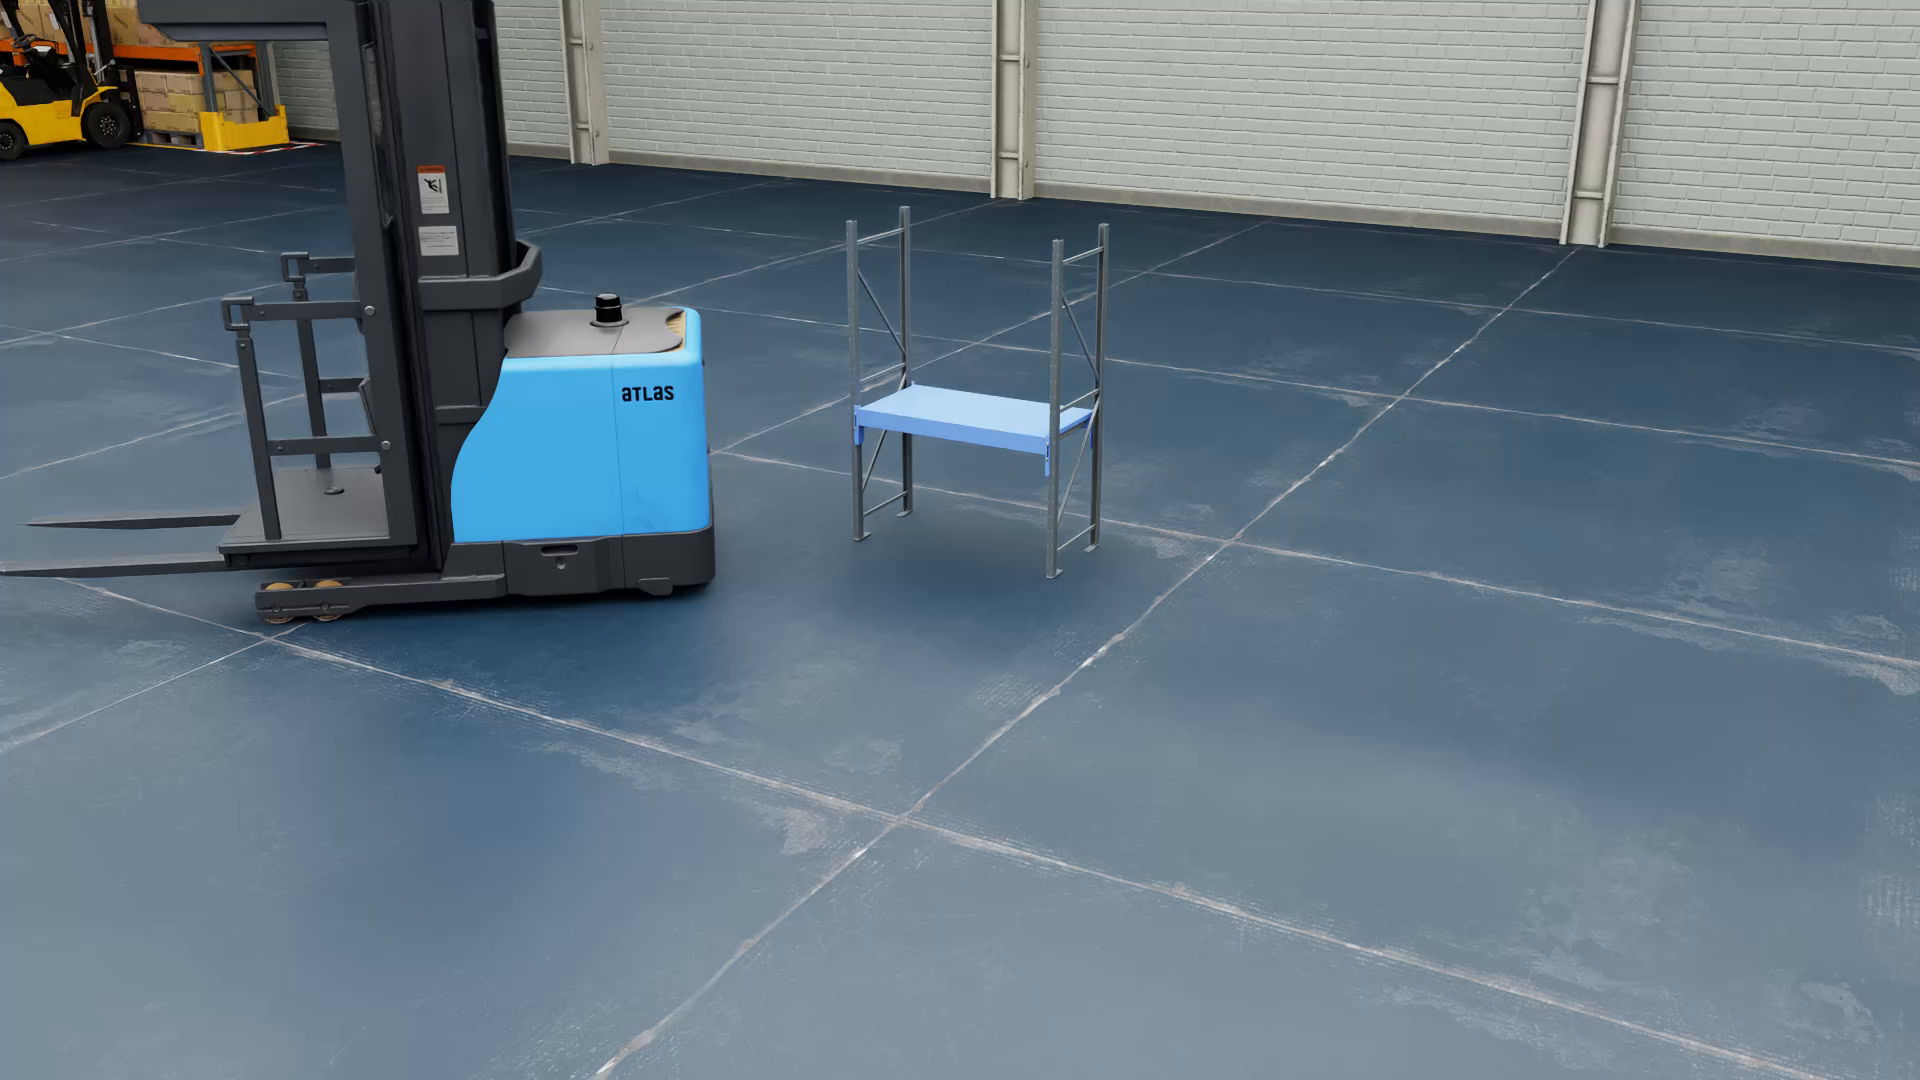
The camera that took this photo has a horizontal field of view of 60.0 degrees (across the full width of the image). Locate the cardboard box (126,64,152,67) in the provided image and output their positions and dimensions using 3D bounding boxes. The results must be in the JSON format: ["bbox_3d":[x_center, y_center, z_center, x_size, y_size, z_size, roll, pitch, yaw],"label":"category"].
[{"bbox_3d":[-11.813,-6.633,23.703,0.500,0.250,0.500,11,23,28],"label":"cardboard box"}]

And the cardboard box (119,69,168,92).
[{"bbox_3d":[-11.178,-6.308,22.806,0.500,0.250,0.500,11,23,28],"label":"cardboard box"}]

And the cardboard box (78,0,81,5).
[{"bbox_3d":[-11.968,-7.450,22.906,0.250,0.149,0.380,10,22,26],"label":"cardboard box"}]

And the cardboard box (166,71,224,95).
[{"bbox_3d":[-10.284,-6.144,22.354,0.500,0.250,0.500,12,23,29],"label":"cardboard box"}]

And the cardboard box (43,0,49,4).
[{"bbox_3d":[-12.604,-7.594,23.302,0.250,0.149,0.380,11,23,27],"label":"cardboard box"}]

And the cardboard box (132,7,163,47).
[{"bbox_3d":[-10.736,-6.925,22.410,0.500,0.500,0.500,12,23,29],"label":"cardboard box"}]

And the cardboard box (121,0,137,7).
[{"bbox_3d":[-11.070,-7.282,22.442,0.250,0.149,0.380,10,22,26],"label":"cardboard box"}]

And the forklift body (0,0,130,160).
[{"bbox_3d":[-12.275,-6.159,21.689,1.214,2.155,2.313,11,23,27],"label":"forklift body"}]

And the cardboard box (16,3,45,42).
[{"bbox_3d":[-12.962,-7.346,23.571,0.500,0.500,0.500,10,22,26],"label":"cardboard box"}]

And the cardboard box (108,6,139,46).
[{"bbox_3d":[-11.183,-7.010,22.645,0.500,0.500,0.500,10,22,26],"label":"cardboard box"}]

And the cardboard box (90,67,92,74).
[{"bbox_3d":[-12.071,-6.484,23.292,0.500,0.250,0.500,12,23,29],"label":"cardboard box"}]

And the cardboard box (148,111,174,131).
[{"bbox_3d":[-10.723,-5.760,22.761,0.500,0.250,0.500,11,23,27],"label":"cardboard box"}]

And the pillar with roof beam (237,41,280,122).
[{"bbox_3d":[-11.997,-8.708,18.675,0.400,9.000,9.100,11,23,27],"label":"pillar with roof beam"}]

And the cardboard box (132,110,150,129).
[{"bbox_3d":[-11.156,-5.846,22.998,0.500,0.250,0.500,11,23,28],"label":"cardboard box"}]

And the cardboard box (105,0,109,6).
[{"bbox_3d":[-11.475,-7.386,22.730,0.250,0.149,0.380,11,22,27],"label":"cardboard box"}]

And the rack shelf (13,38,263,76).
[{"bbox_3d":[-11.476,-6.780,23.212,4.000,0.370,1.077,11,23,27],"label":"rack shelf"}]

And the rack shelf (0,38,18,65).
[{"bbox_3d":[-14.968,-7.445,25.045,4.000,0.370,1.077,11,23,27],"label":"rack shelf"}]

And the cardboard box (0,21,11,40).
[{"bbox_3d":[-13.789,-7.386,24.048,0.500,0.250,0.500,11,23,29],"label":"cardboard box"}]

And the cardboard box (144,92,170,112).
[{"bbox_3d":[-10.740,-6.000,22.689,0.500,0.250,0.500,11,22,27],"label":"cardboard box"}]

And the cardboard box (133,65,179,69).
[{"bbox_3d":[-11.370,-6.552,23.479,0.500,0.250,0.500,10,22,26],"label":"cardboard box"}]

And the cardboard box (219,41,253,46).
[{"bbox_3d":[-10.027,-6.997,22.610,0.500,0.500,0.500,12,23,29],"label":"cardboard box"}]

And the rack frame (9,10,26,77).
[{"bbox_3d":[-13.222,-7.451,24.006,0.127,3.000,1.000,11,23,27],"label":"rack frame"}]

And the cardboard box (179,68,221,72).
[{"bbox_3d":[-10.495,-6.378,23.001,0.500,0.250,0.500,11,23,27],"label":"cardboard box"}]

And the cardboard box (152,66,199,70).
[{"bbox_3d":[-10.926,-6.465,23.239,0.500,0.250,0.500,11,22,27],"label":"cardboard box"}]

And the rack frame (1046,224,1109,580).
[{"bbox_3d":[0.518,-0.606,7.337,0.032,1.500,0.500,11,23,27],"label":"rack frame"}]

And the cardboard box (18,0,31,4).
[{"bbox_3d":[-13.072,-7.671,23.516,0.250,0.149,0.380,10,22,26],"label":"cardboard box"}]

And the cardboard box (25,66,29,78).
[{"bbox_3d":[-12.952,-6.652,23.753,0.500,0.250,0.500,10,22,26],"label":"cardboard box"}]

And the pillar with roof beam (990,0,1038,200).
[{"bbox_3d":[-1.521,-6.712,13.173,0.400,9.000,9.100,11,23,27],"label":"pillar with roof beam"}]

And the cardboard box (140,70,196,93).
[{"bbox_3d":[-10.732,-6.227,22.583,0.500,0.250,0.500,11,23,28],"label":"cardboard box"}]

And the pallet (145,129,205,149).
[{"bbox_3d":[-10.418,-5.589,22.964,1.213,0.211,1.003,11,23,27],"label":"pallet"}]

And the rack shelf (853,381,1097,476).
[{"bbox_3d":[0.074,-0.522,7.632,1.000,0.185,0.538,11,23,27],"label":"rack shelf"}]

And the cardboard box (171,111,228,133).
[{"bbox_3d":[-10.294,-5.674,22.525,0.500,0.250,0.500,11,23,28],"label":"cardboard box"}]

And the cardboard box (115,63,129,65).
[{"bbox_3d":[-12.248,-6.721,23.946,0.500,0.250,0.500,10,22,27],"label":"cardboard box"}]

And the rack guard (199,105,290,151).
[{"bbox_3d":[-9.709,-5.606,22.587,0.348,0.500,1.175,11,23,27],"label":"rack guard"}]

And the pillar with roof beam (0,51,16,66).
[{"bbox_3d":[-17.235,-9.706,21.426,0.400,9.000,9.100,11,23,27],"label":"pillar with roof beam"}]

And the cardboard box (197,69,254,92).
[{"bbox_3d":[-10.057,-6.296,22.774,0.500,0.250,0.500,10,22,26],"label":"cardboard box"}]

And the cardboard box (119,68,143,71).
[{"bbox_3d":[-11.616,-6.395,23.045,0.500,0.250,0.500,10,22,26],"label":"cardboard box"}]

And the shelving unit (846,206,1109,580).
[{"bbox_3d":[0.074,-0.691,7.570,1.048,1.500,0.538,11,23,27],"label":"shelving unit"}]

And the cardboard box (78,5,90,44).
[{"bbox_3d":[-12.056,-7.180,23.115,0.500,0.500,0.500,11,22,27],"label":"cardboard box"}]

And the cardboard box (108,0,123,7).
[{"bbox_3d":[-11.301,-7.318,22.541,0.250,0.149,0.380,11,23,28],"label":"cardboard box"}]

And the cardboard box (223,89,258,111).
[{"bbox_3d":[-10.039,-6.065,22.870,0.500,0.250,0.500,11,23,28],"label":"cardboard box"}]

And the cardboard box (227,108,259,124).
[{"bbox_3d":[-10.063,-5.830,22.955,0.500,0.250,0.500,11,23,28],"label":"cardboard box"}]

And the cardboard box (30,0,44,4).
[{"bbox_3d":[-12.845,-7.629,23.399,0.250,0.149,0.380,11,23,29],"label":"cardboard box"}]

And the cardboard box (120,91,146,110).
[{"bbox_3d":[-11.201,-6.079,22.909,0.500,0.250,0.500,10,22,26],"label":"cardboard box"}]

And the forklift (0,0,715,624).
[{"bbox_3d":[-2.625,-1.223,6.939,3.031,2.935,1.130,-3,20,-8],"label":"forklift"}]

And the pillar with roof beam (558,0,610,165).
[{"bbox_3d":[-6.759,-7.710,15.924,0.400,9.000,9.100,11,23,27],"label":"pillar with roof beam"}]

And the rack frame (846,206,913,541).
[{"bbox_3d":[-0.369,-0.775,7.803,0.032,1.500,0.500,11,23,27],"label":"rack frame"}]

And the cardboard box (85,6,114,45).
[{"bbox_3d":[-11.627,-7.090,22.867,0.500,0.500,0.500,11,23,28],"label":"cardboard box"}]

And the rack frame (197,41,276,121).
[{"bbox_3d":[-9.730,-6.785,22.172,0.127,3.000,1.000,11,23,27],"label":"rack frame"}]

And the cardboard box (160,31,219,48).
[{"bbox_3d":[-10.287,-6.836,22.165,0.500,0.500,0.500,10,22,26],"label":"cardboard box"}]

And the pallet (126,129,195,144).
[{"bbox_3d":[-11.479,-5.792,23.524,1.213,0.211,1.003,11,23,27],"label":"pallet"}]

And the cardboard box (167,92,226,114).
[{"bbox_3d":[-10.307,-5.913,22.451,0.500,0.250,0.500,10,22,27],"label":"cardboard box"}]

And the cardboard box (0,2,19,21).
[{"bbox_3d":[-13.775,-7.621,23.961,0.500,0.250,0.500,10,22,26],"label":"cardboard box"}]

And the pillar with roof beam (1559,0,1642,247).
[{"bbox_3d":[3.717,-5.715,10.423,0.400,9.000,9.100,11,23,27],"label":"pillar with roof beam"}]

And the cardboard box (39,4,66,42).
[{"bbox_3d":[-12.499,-7.264,23.346,0.500,0.500,0.500,11,23,28],"label":"cardboard box"}]
